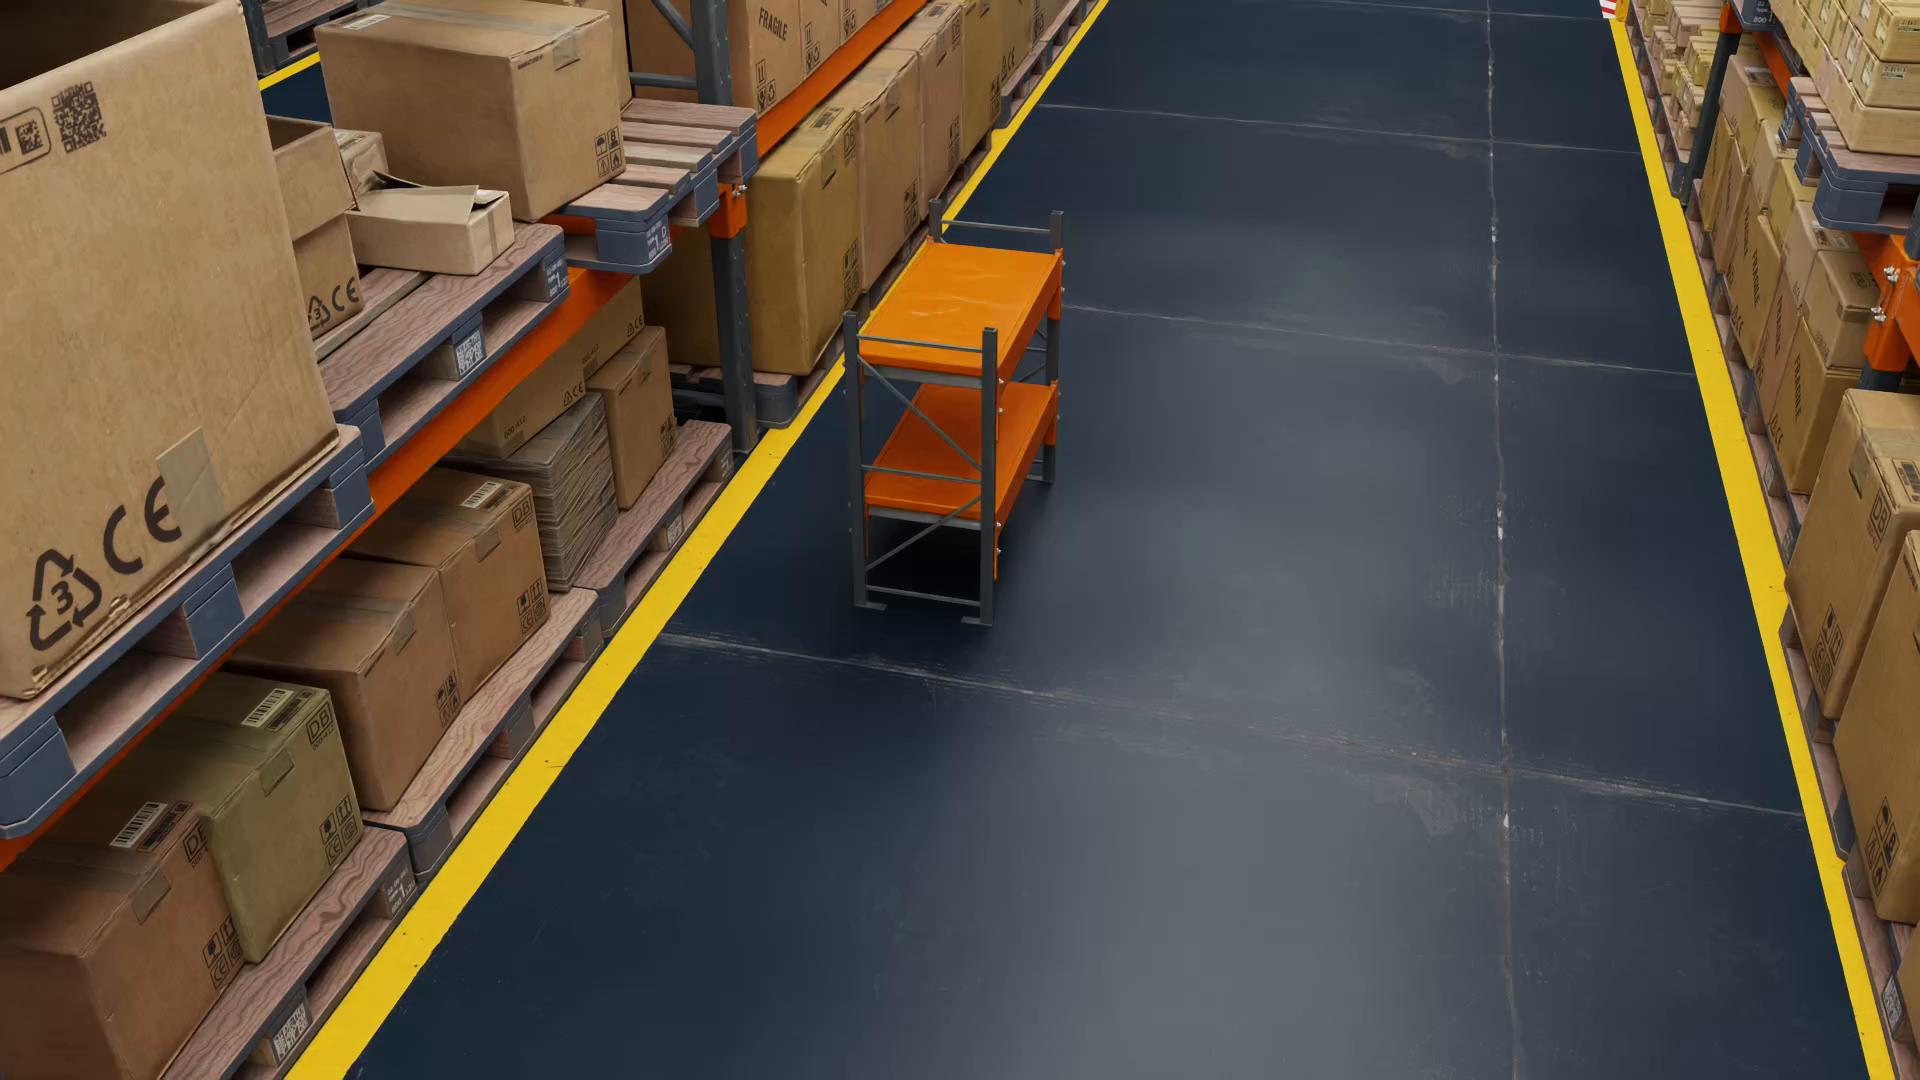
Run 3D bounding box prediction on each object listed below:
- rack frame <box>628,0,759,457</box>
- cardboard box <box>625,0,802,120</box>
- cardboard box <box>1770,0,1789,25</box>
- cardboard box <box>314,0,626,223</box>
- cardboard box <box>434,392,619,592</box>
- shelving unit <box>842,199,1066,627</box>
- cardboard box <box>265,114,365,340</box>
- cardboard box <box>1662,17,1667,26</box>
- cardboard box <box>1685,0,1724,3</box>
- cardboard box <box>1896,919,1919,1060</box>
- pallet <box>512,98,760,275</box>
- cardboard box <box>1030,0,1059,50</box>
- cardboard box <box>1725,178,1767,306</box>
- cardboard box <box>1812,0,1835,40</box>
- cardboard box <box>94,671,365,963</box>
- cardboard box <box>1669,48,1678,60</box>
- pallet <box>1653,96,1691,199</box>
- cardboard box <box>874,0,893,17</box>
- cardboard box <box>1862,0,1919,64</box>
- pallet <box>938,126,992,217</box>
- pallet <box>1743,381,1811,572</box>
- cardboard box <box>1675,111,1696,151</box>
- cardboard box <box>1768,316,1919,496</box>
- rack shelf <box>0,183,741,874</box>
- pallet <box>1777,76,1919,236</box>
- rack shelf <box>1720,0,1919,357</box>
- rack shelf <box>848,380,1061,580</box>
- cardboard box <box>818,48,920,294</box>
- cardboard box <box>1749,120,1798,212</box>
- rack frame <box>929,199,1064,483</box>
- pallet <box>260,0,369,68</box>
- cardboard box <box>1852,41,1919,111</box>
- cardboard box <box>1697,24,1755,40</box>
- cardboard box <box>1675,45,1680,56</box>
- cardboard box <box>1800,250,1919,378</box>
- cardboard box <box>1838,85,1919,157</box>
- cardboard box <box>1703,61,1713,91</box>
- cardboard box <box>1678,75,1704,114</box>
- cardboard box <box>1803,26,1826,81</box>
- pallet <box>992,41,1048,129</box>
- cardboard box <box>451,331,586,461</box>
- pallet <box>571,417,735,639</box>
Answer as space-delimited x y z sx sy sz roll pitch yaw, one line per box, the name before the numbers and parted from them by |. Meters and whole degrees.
rack frame | -1.332 -1.706 6.138 1.000 3.000 0.127 8 33 12
cardboard box | -0.946 -1.964 6.450 0.500 0.500 0.500 9 34 14
cardboard box | 3.517 -2.175 6.718 0.380 0.149 0.250 7 33 10
cardboard box | -1.476 -1.337 5.072 0.700 0.500 0.500 13 35 19
cardboard box | -1.611 -0.197 5.684 0.700 0.500 0.500 5 33 8
shelving unit | 0.002 -0.478 5.954 0.538 1.125 1.048 8 33 12
cardboard box | -1.997 -0.764 4.168 0.797 0.503 0.637 11 34 17
cardboard box | 4.840 -3.336 10.968 0.380 0.149 0.250 8 33 12
cardboard box | 4.722 -3.301 10.357 0.380 0.149 0.250 8 33 12
cardboard box | 2.744 1.035 3.532 1.050 0.750 0.750 8 33 12
pallet | -1.410 -1.241 5.585 1.213 0.211 1.003 8 33 12
cardboard box | 0.156 -3.861 11.117 0.875 0.875 0.875 8 33 12
cardboard box | 3.758 -1.281 7.408 0.500 0.500 0.500 9 33 13
cardboard box | 3.319 -1.899 6.007 0.380 0.149 0.250 8 33 12
cardboard box | -2.032 0.678 4.308 0.700 0.500 0.500 8 33 12
cardboard box | 4.619 -2.942 10.347 0.380 0.149 0.250 9 33 13
pallet | 4.591 -2.231 9.563 1.003 0.211 1.213 8 33 12
cardboard box | -0.562 -2.757 7.698 0.500 0.500 0.500 8 33 13
cardboard box | 3.121 -1.618 5.287 0.380 0.149 0.250 7 33 10
pallet | -0.440 -2.195 9.506 1.003 0.211 1.213 8 33 12
pallet | 3.639 -0.207 6.379 1.003 0.211 1.213 8 33 12
cardboard box | 4.225 -2.278 9.304 0.380 0.149 0.250 8 33 13
cardboard box | 3.354 -0.478 6.145 0.500 0.500 0.500 8 33 12
rack shelf | -1.840 -0.365 4.699 1.077 0.370 4.000 8 33 12
pallet | 3.517 -1.282 5.650 1.213 0.211 1.003 8 33 12
rack shelf | 3.947 -1.713 6.819 1.077 0.370 4.000 8 33 12
rack shelf | 0.002 -0.272 6.085 0.538 0.278 1.000 8 33 12
cardboard box | -0.903 -1.804 7.880 1.225 0.875 0.875 8 33 13
cardboard box | 3.745 -1.605 7.218 0.500 0.250 0.500 9 34 14
rack frame | 0.131 -0.742 6.369 0.500 1.125 0.032 8 33 12
pallet | -4.959 -3.667 11.821 1.003 0.211 1.213 8 33 12
cardboard box | 3.125 -1.494 5.369 0.380 0.149 0.250 9 33 13
cardboard box | 4.517 -2.892 9.714 0.380 0.149 0.250 9 34 14
cardboard box | 4.627 -3.032 10.213 0.380 0.149 0.250 6 33 10
cardboard box | 3.360 -0.808 5.965 0.500 0.250 0.500 7 33 11
cardboard box | 3.120 -1.368 5.449 0.380 0.149 0.250 9 33 13
cardboard box | 4.293 -2.500 9.097 0.380 0.149 0.250 9 34 14
cardboard box | 4.284 -2.503 9.380 0.380 0.149 0.250 6 33 10
cardboard box | 3.317 -1.759 6.064 0.380 0.149 0.250 8 33 12
pallet | -0.049 -2.989 10.755 1.003 0.211 1.213 8 33 12
cardboard box | -1.598 -0.525 5.501 0.500 0.250 0.500 12 34 18
pallet | -1.532 -0.124 6.249 1.003 0.211 1.213 8 33 12
